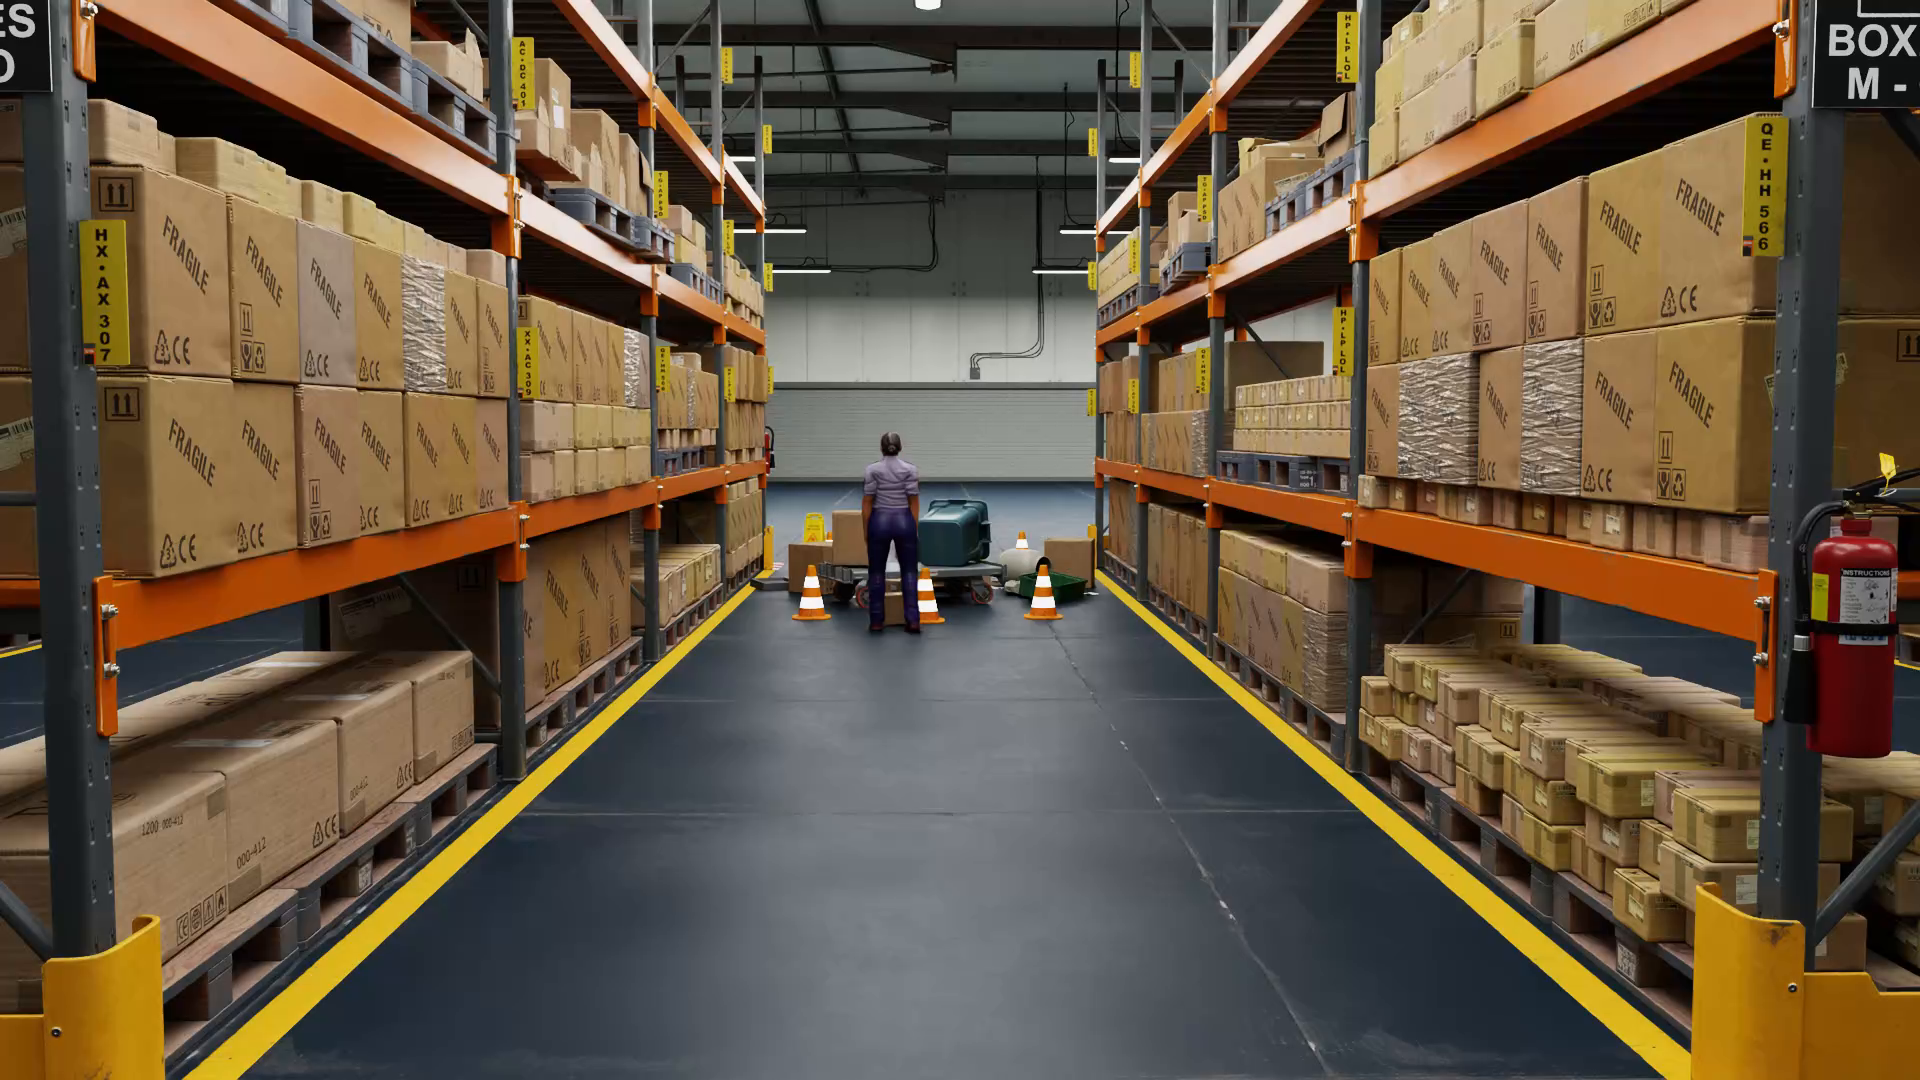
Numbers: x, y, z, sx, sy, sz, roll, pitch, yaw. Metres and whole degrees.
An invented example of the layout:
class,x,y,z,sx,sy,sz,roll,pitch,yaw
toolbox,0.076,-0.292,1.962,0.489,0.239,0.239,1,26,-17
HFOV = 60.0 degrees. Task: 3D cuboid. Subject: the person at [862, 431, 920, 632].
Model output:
class,x,y,z,sx,sy,sz,roll,pitch,yaw
person,-0.569,-0.052,13.678,0.475,1.684,0.372,0,4,-4
